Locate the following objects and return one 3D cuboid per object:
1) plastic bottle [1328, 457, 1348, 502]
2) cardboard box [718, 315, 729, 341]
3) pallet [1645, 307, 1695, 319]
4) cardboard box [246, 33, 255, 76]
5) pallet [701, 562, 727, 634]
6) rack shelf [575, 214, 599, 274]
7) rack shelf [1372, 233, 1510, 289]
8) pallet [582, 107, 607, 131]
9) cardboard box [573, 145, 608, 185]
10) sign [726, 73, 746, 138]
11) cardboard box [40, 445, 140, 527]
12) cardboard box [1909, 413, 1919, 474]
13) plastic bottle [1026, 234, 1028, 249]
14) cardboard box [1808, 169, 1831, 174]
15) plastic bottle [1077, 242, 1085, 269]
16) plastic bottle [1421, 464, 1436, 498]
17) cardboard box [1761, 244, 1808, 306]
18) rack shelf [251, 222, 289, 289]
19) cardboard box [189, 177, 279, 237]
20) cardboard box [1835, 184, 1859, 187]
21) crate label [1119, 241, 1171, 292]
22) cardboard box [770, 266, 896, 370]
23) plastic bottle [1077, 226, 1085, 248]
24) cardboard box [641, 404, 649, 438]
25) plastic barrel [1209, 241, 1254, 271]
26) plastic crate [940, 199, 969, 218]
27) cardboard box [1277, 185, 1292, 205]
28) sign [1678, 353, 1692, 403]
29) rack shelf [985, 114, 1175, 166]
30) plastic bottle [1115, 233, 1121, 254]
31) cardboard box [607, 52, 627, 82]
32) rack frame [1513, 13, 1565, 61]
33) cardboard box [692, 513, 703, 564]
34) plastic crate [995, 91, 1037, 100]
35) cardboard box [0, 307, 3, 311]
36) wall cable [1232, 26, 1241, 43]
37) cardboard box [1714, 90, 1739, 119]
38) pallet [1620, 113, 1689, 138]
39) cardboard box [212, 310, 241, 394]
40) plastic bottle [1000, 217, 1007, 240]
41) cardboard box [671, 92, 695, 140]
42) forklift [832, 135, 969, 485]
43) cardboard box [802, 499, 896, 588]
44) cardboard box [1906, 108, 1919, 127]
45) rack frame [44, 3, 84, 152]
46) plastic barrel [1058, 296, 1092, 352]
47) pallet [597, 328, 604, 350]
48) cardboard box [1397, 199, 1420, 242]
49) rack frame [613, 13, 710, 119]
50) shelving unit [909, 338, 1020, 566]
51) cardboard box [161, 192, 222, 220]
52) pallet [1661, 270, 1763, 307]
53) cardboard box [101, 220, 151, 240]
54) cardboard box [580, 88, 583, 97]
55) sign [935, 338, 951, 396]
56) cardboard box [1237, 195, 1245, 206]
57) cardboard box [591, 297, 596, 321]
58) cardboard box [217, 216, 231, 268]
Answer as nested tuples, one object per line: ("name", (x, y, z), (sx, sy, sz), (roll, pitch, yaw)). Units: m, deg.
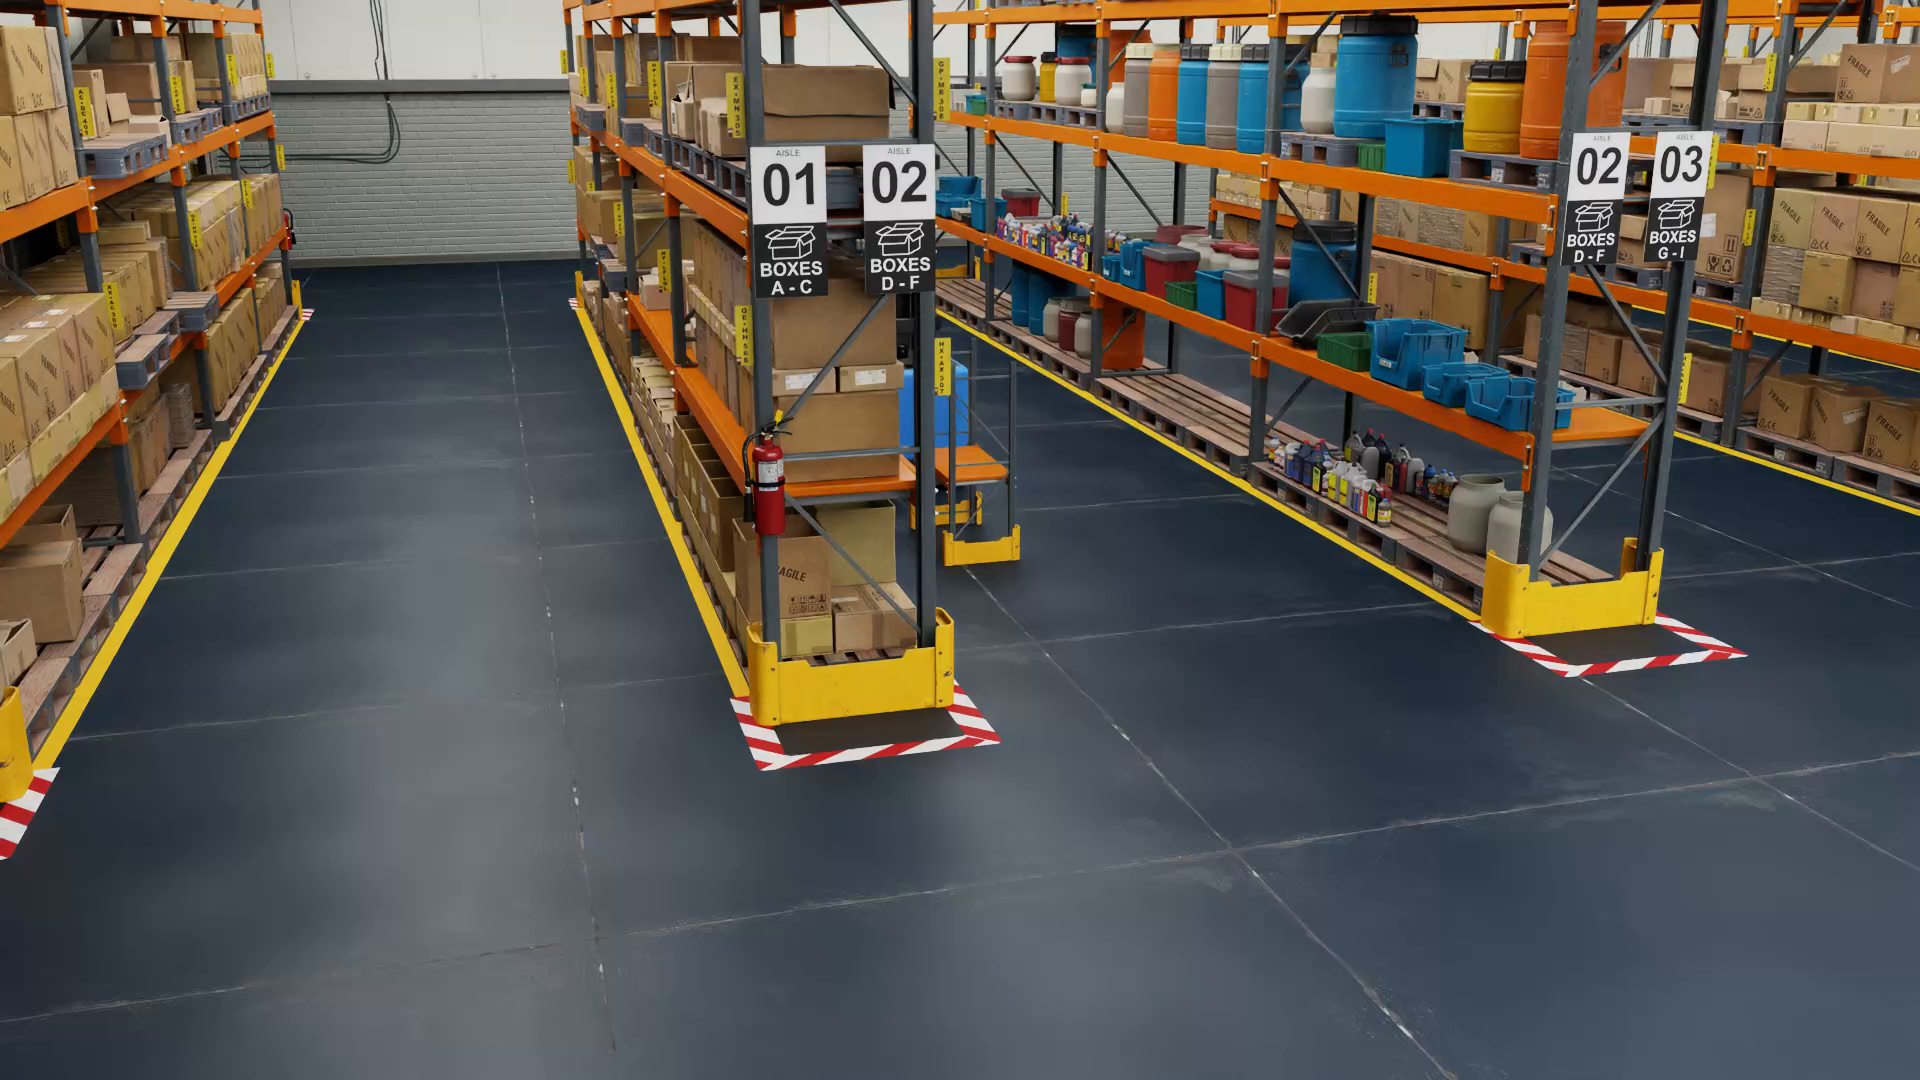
("plastic bottle", (3.019, -0.490, 13.208), (0.144, 0.351, 0.185), (-5, 17, -16))
("cardboard box", (-1.419, -1.424, 11.176), (0.380, 0.149, 0.250), (-5, 17, -16))
("pallet", (10.604, -3.391, 23.875), (1.003, 0.211, 1.213), (-5, 17, -15))
("cardboard box", (-9.054, -6.019, 20.614), (0.500, 0.500, 0.500), (-5, 18, -18))
("pallet", (-1.219, 0.314, 11.540), (1.003, 0.211, 1.213), (-5, 17, -15))
("rack shelf", (-4.484, -4.004, 22.320), (1.077, 0.370, 4.000), (-5, 17, -15))
("rack shelf", (6.141, -3.680, 21.240), (1.077, 0.370, 4.000), (-5, 17, -15))
("pallet", (-3.535, -4.670, 18.397), (1.213, 0.211, 1.003), (-5, 17, -15))
("cardboard box", (-5.165, -5.285, 23.422), (0.500, 0.500, 0.500), (-4, 17, -14))
("sign", (-1.162, -2.260, 8.647), (0.100, 0.325, 0.005), (-5, 17, -15))
("cardboard box", (-6.716, -0.406, 12.670), (0.700, 0.500, 0.500), (-4, 17, -13))
("cardboard box", (8.383, -0.774, 13.930), (0.500, 0.500, 0.500), (-3, 17, -10))
("plastic bottle", (0.850, -3.643, 20.210), (0.097, 0.201, 0.097), (0, 17, 0))
("cardboard box", (14.318, -5.943, 27.350), (0.500, 0.500, 0.500), (-4, 17, -13))
("plastic bottle", (1.344, -3.166, 18.481), (0.061, 0.283, 0.133), (-5, 17, -15))
("plastic bottle", (3.751, -0.476, 13.300), (0.097, 0.271, 0.097), (0, 17, 0))
("cardboard box", (7.854, -2.426, 15.124), (0.875, 0.500, 0.500), (-5, 17, -15))
("rack shelf", (-9.246, -3.612, 21.012), (1.077, 0.370, 4.000), (-5, 17, -15))
("cardboard box", (-9.435, -4.313, 21.573), (0.980, 0.700, 0.700), (-5, 17, -16))
("cardboard box", (11.407, -4.487, 21.348), (0.380, 0.149, 0.250), (-5, 17, -16))
("crate label", (1.941, -2.801, 17.000), (0.502, 0.435, 0.616), (-5, 17, -15))
("cardboard box", (-0.767, -1.290, 9.605), (0.700, 0.500, 0.500), (-5, 17, -15))
("plastic bottle", (1.473, -3.684, 20.227), (0.097, 0.271, 0.097), (0, 17, 0))
("cardboard box", (-2.686, -1.123, 15.527), (0.500, 0.250, 0.500), (-5, 17, -17))
("plastic barrel", (2.655, -2.643, 16.301), (0.433, 0.535, 0.433), (0, 17, 0))
("plastic crate", (-0.075, -4.700, 23.571), (0.416, 0.233, 0.300), (-5, 17, -15))
("cardboard box", (4.933, -5.034, 24.241), (0.500, 0.250, 0.500), (-4, 17, -14))
("sign", (4.657, -1.042, 10.726), (0.100, 0.325, 0.005), (-5, 17, -15))
("rack shelf", (1.379, -4.725, 19.505), (1.077, 0.370, 4.000), (-5, 17, -15))
("plastic bottle", (1.861, -3.453, 19.458), (0.097, 0.271, 0.097), (0, 17, 0))
("cardboard box", (-3.498, -5.015, 18.143), (0.600, 0.600, 0.600), (-5, 18, -17))
("rack frame", (6.691, -6.345, 18.432), (1.000, 3.000, 0.127), (-5, 17, -15))
("cardboard box", (-1.635, -0.038, 11.912), (0.500, 0.250, 0.500), (-5, 17, -15))
("plastic crate", (0.751, -5.926, 22.478), (0.497, 0.269, 0.590), (-5, 17, -15))
("cardboard box", (-6.431, -1.197, 10.646), (0.500, 0.500, 0.500), (-5, 17, -16))
("wall cable", (6.252, -11.935, 31.450), (2.277, 5.999, 0.120), (-5, 17, -15))
("cardboard box", (7.435, -4.191, 15.978), (0.396, 0.266, 0.258), (-4, 17, -13))
("pallet", (7.435, -4.178, 16.758), (1.213, 0.211, 1.003), (-5, 17, -15))
("cardboard box", (-7.908, -1.925, 17.153), (0.750, 0.750, 0.750), (-5, 17, -16))
("plastic bottle", (0.556, -3.958, 21.119), (0.061, 0.283, 0.133), (-5, 17, -15))
("cardboard box", (-1.703, -2.935, 11.478), (0.500, 0.311, 0.500), (-6, 18, -18))
("forklift", (-0.822, -2.203, 15.191), (1.130, 2.935, 3.031), (-5, 17, -16))
("cardboard box", (-0.709, -0.024, 10.564), (0.500, 0.500, 0.500), (-5, 17, -15))
("cardboard box", (7.977, -3.449, 13.573), (0.380, 0.149, 0.250), (-5, 17, -16))
("rack frame", (-6.498, -4.063, 10.837), (1.000, 3.000, 0.127), (-5, 17, -15))
("plastic barrel", (1.467, -2.573, 19.764), (0.600, 0.588, 0.708), (-5, 17, -15))
("pallet", (-4.122, -2.650, 21.408), (1.003, 0.211, 1.213), (-5, 17, -15))
("cardboard box", (5.901, -4.059, 21.077), (0.500, 0.500, 0.500), (-4, 17, -14))
("rack frame", (-2.835, -5.563, 15.828), (1.000, 3.000, 0.127), (-5, 17, -15))
("shelving unit", (0.021, -0.697, 12.666), (0.587, 1.500, 1.083), (-5, 17, -15))
("cardboard box", (-7.910, -3.429, 17.124), (0.500, 0.250, 0.500), (-5, 17, -16))
("pallet", (7.720, -2.496, 16.381), (1.003, 0.211, 1.213), (-5, 17, -15))
("cardboard box", (-7.474, -2.773, 14.903), (0.380, 0.149, 0.250), (-7, 18, -22))
("cardboard box", (-4.463, -5.652, 20.730), (0.500, 0.250, 0.500), (-5, 17, -15))
("sign", (-0.101, -0.971, 9.329), (0.100, 0.325, 0.005), (-5, 17, -15))
("cardboard box", (4.488, -5.226, 25.573), (0.380, 0.149, 0.250), (-5, 17, -16))
("cardboard box", (-4.570, -3.061, 21.839), (0.500, 0.311, 0.500), (-5, 17, -15))
("cardboard box", (-7.905, -3.078, 17.258), (0.500, 0.500, 0.500), (-4, 17, -14))
